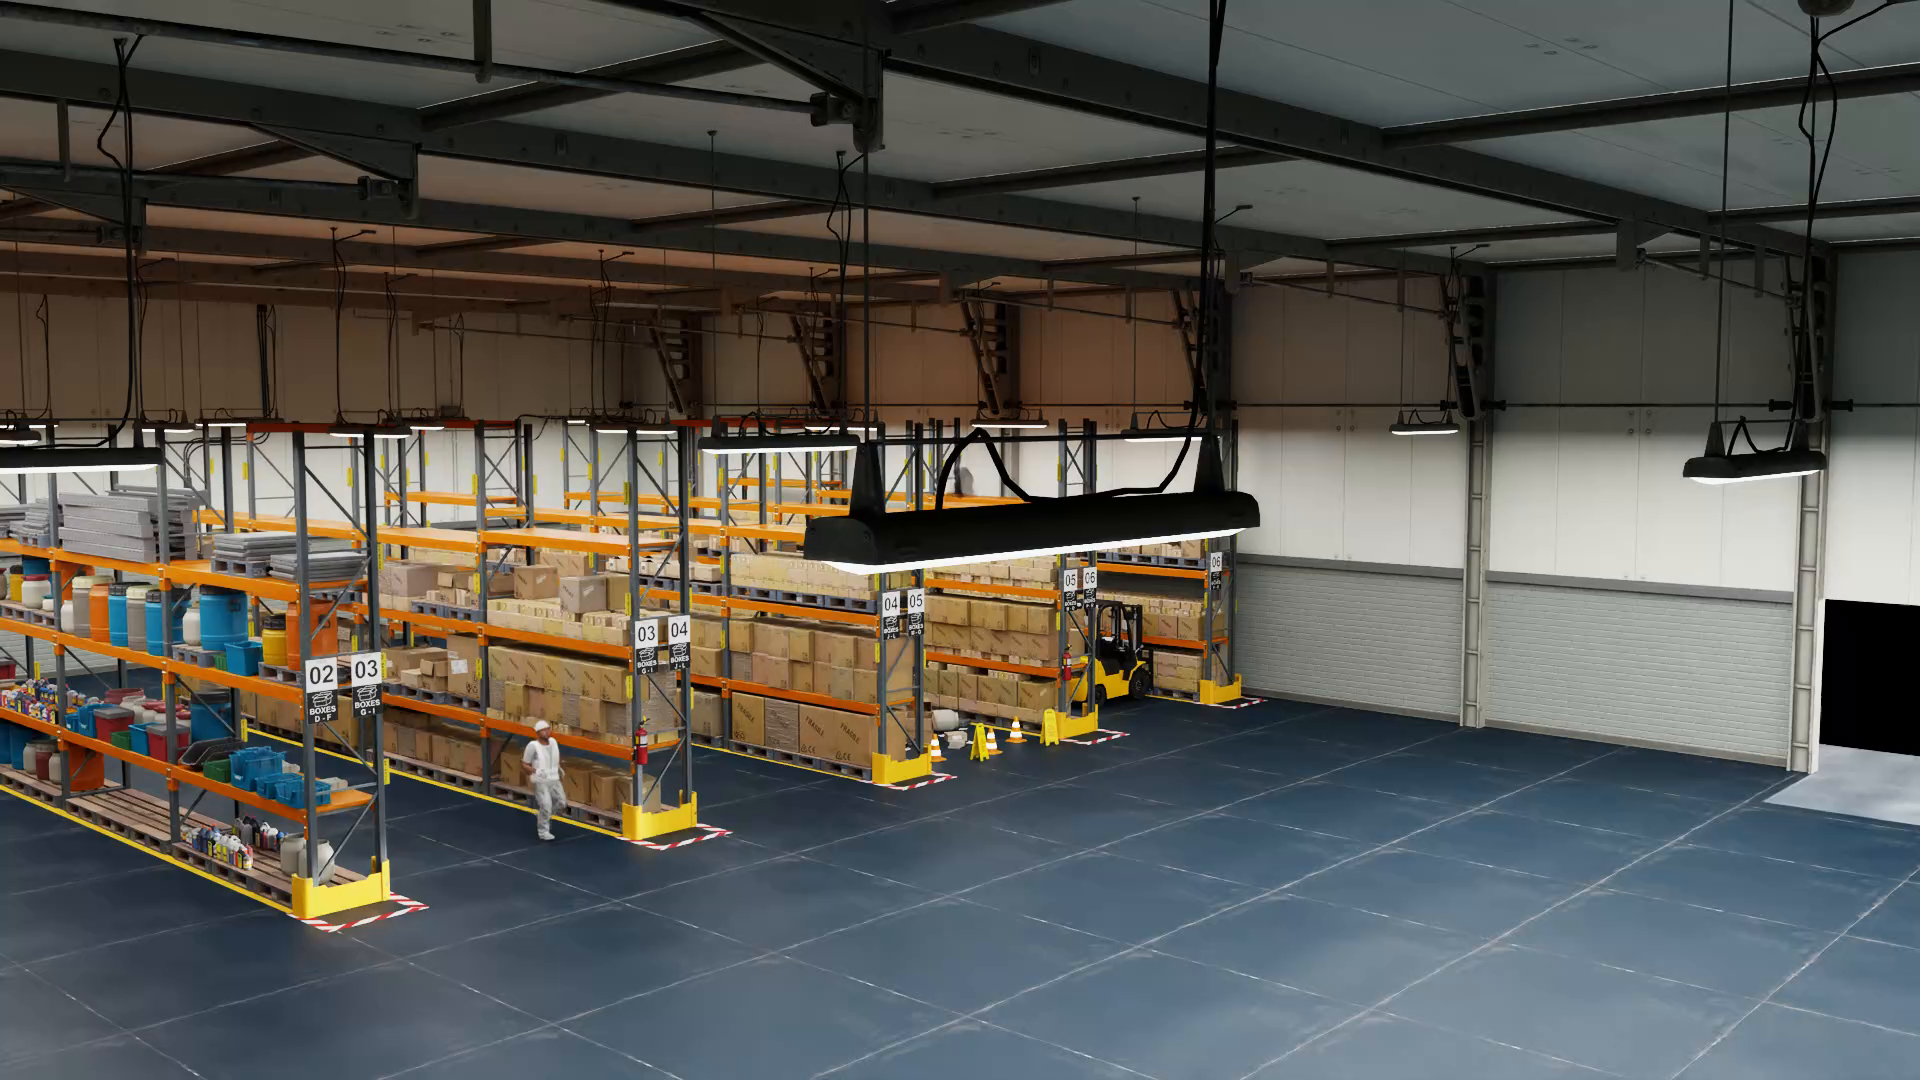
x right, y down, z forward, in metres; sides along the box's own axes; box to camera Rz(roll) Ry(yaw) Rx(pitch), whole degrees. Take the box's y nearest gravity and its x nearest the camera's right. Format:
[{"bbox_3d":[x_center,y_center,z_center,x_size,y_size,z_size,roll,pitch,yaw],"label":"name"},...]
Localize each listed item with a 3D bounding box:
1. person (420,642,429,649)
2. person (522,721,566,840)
[{"bbox_3d":[-10.478,2.853,32.635,0.746,1.712,0.554,4,6,38],"label":"person"},{"bbox_3d":[-6.007,3.479,24.140,0.611,1.716,0.676,4,6,40],"label":"person"}]
